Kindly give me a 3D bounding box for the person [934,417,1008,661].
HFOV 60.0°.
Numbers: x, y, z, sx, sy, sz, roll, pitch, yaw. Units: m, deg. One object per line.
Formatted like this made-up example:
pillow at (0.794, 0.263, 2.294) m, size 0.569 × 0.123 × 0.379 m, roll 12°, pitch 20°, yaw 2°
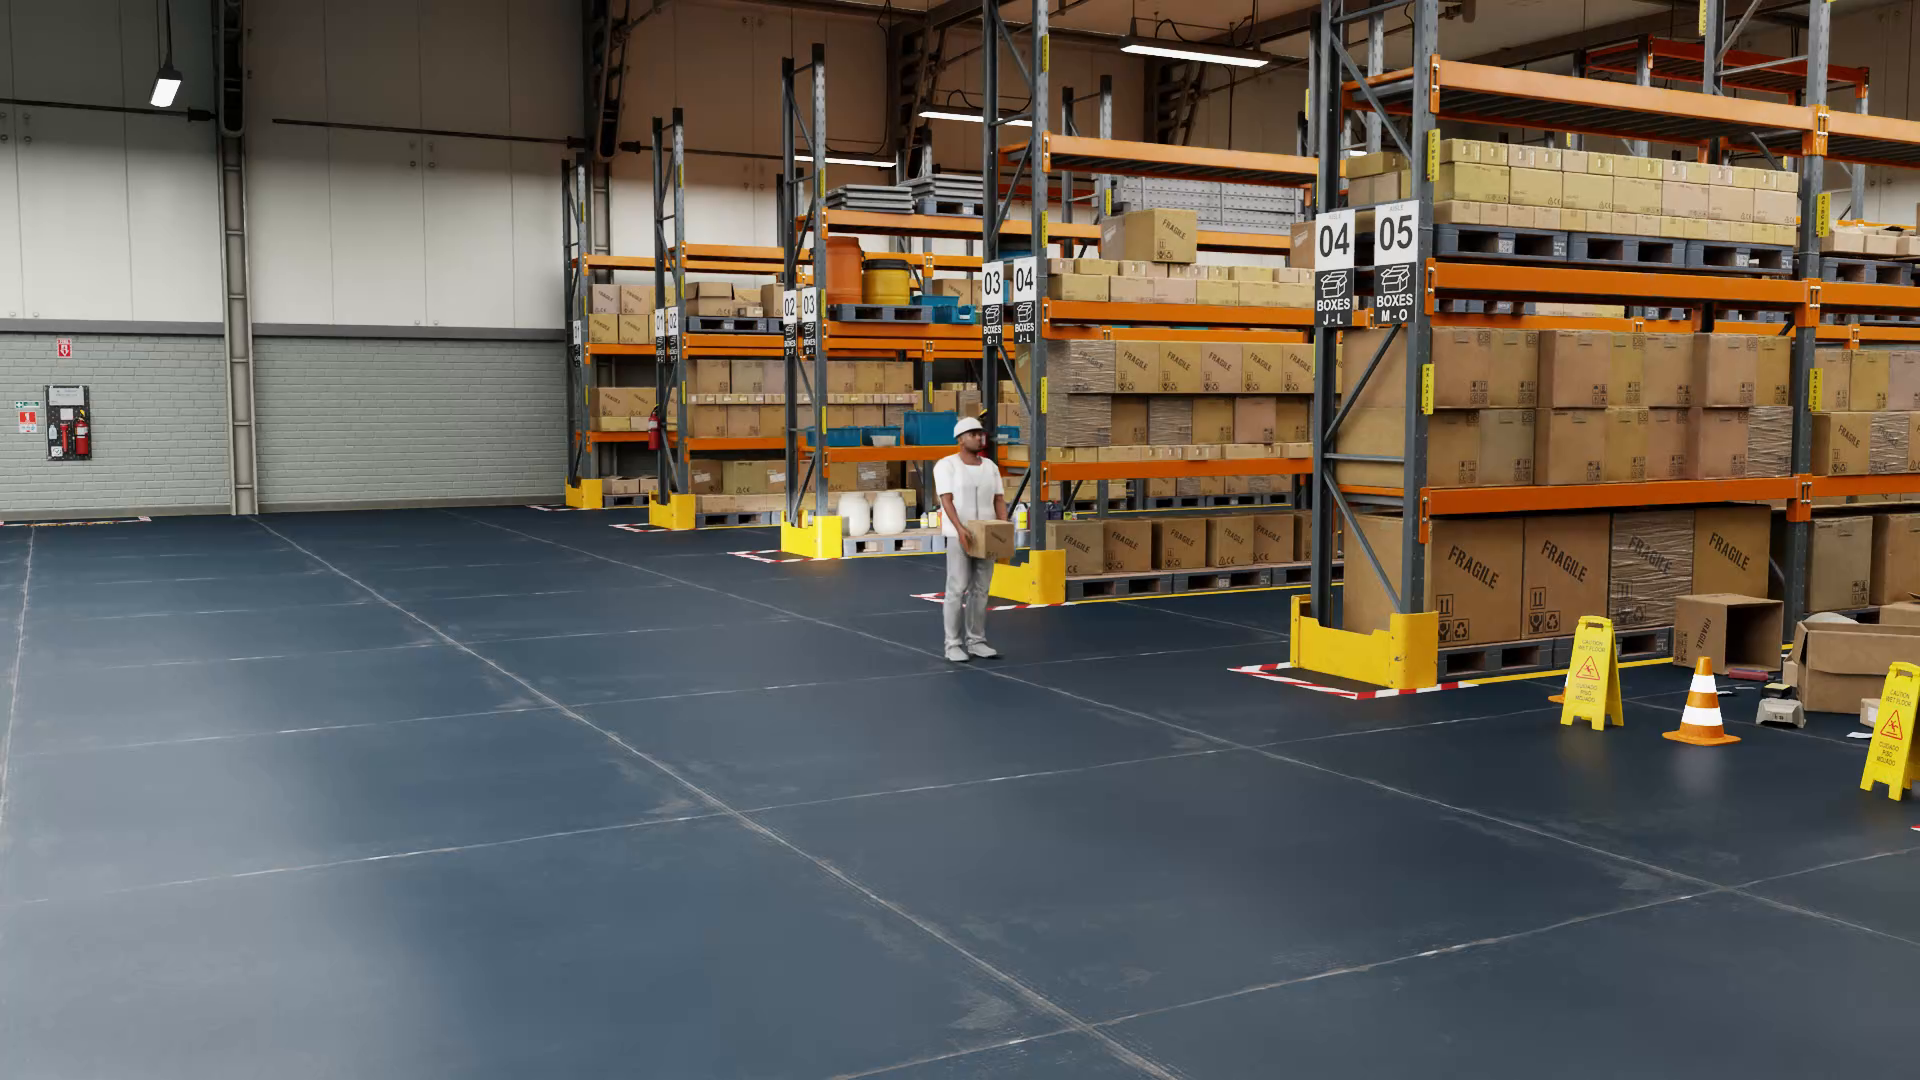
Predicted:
person at (0.109, -0.015, 12.241) m, size 0.564 × 1.772 × 0.529 m, roll -3°, pitch 6°, yaw -28°
